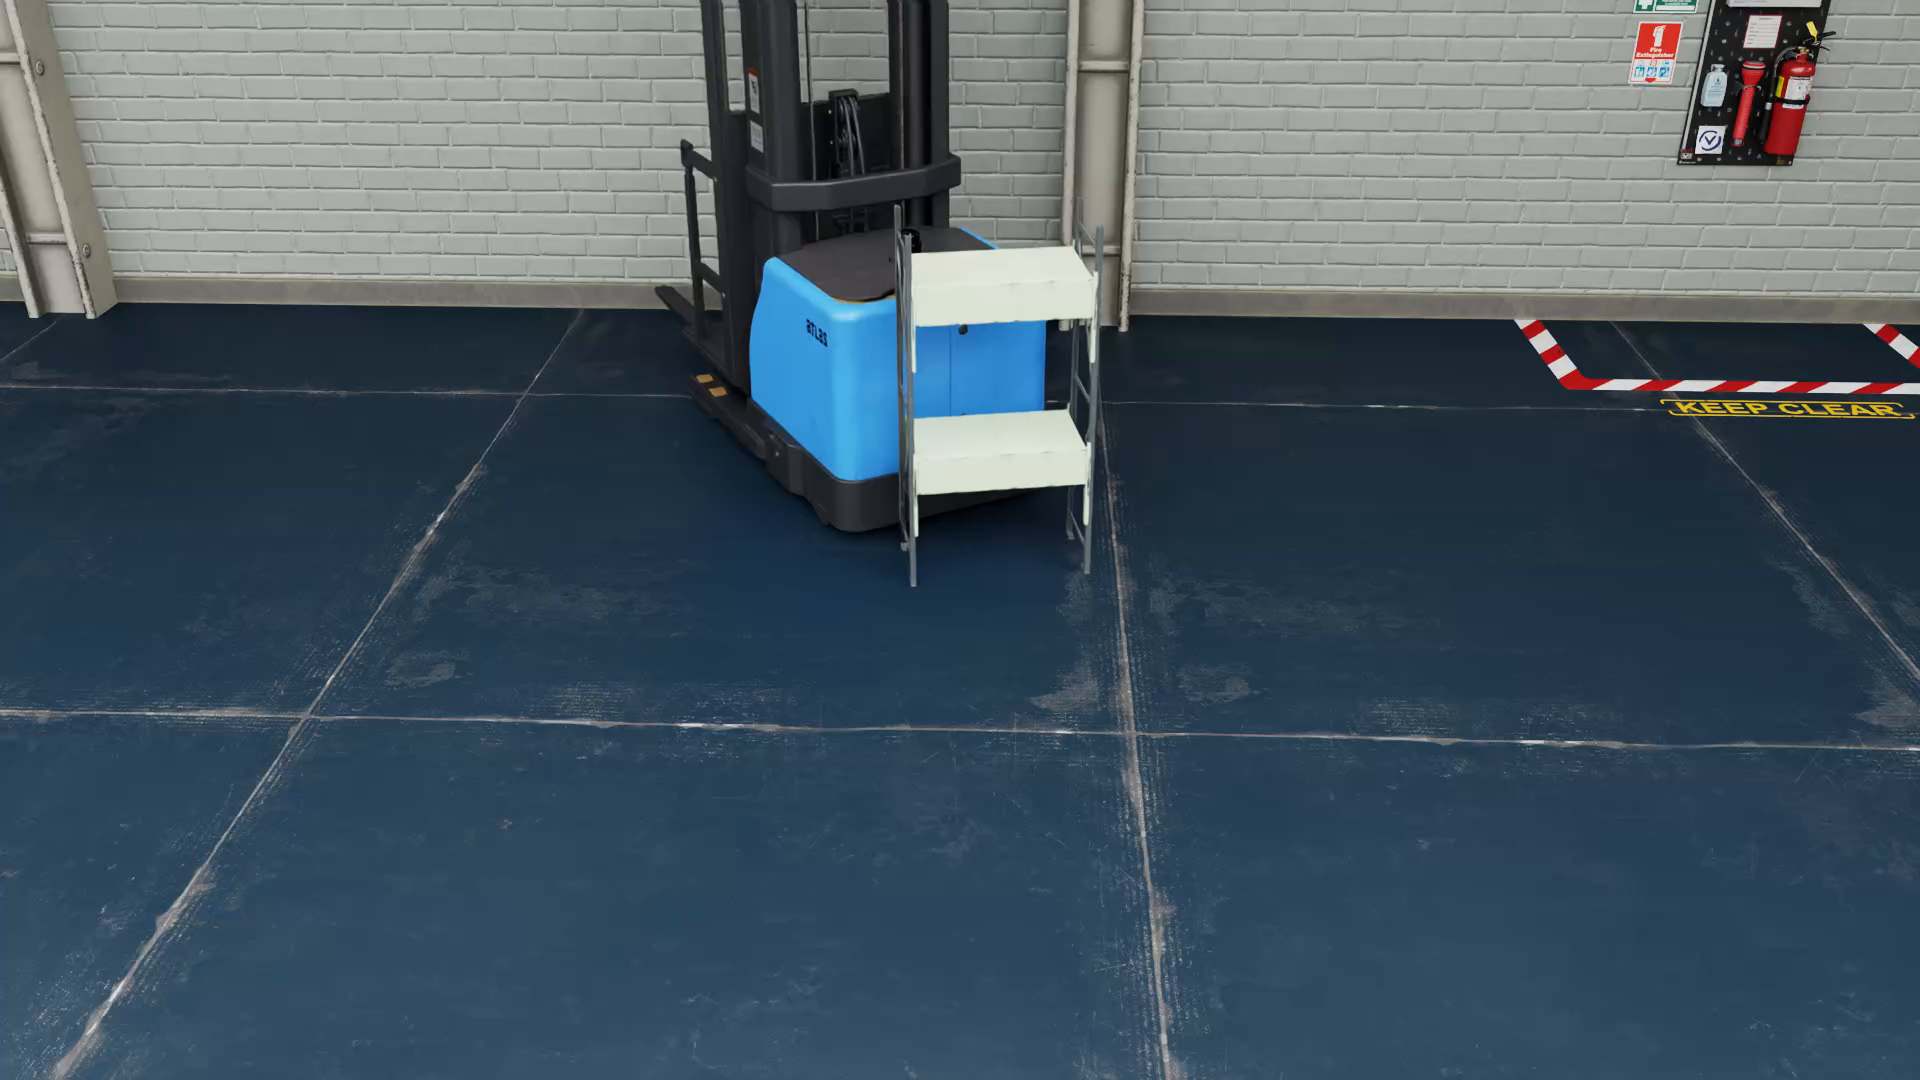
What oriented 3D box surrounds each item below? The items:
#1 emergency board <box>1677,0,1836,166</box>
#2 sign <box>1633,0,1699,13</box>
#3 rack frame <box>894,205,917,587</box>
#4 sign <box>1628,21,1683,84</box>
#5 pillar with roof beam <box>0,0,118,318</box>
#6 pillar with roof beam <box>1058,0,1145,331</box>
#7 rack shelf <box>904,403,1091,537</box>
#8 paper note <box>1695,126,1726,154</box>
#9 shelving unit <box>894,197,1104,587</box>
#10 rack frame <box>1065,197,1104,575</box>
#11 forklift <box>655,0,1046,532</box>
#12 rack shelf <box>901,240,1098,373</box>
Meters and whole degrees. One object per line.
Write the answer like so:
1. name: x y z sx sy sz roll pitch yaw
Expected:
1. emergency board: 4.297 -2.552 8.861 0.643 1.169 0.194 1 28 2
2. sign: 3.752 -2.855 8.829 0.331 0.109 0.001 1 28 2
3. rack frame: -0.220 -0.560 6.704 0.023 1.500 0.400 -4 28 -7
4. sign: 3.748 -2.625 8.961 0.234 0.329 0.001 1 28 2
5. pillar with roof beam: -5.380 -3.327 3.918 0.400 9.000 9.100 1 28 2
6. pillar with roof beam: 0.617 -3.228 3.731 0.400 9.000 9.100 1 28 2
7. rack shelf: 0.142 -0.296 6.904 0.720 0.370 0.431 -4 28 -7
8. paper note: 4.122 -2.198 9.133 0.142 0.148 0.016 1 28 2
9. shelving unit: 0.142 -0.584 6.751 0.755 1.500 0.431 -4 28 -7
10. rack frame: 0.504 -0.609 6.798 0.023 1.500 0.400 -4 28 -7
11. forklift: -0.741 -1.988 7.871 1.130 2.935 3.031 -14 31 -24
12. rack shelf: 0.142 -0.929 6.568 0.720 0.370 0.431 -4 28 -7
